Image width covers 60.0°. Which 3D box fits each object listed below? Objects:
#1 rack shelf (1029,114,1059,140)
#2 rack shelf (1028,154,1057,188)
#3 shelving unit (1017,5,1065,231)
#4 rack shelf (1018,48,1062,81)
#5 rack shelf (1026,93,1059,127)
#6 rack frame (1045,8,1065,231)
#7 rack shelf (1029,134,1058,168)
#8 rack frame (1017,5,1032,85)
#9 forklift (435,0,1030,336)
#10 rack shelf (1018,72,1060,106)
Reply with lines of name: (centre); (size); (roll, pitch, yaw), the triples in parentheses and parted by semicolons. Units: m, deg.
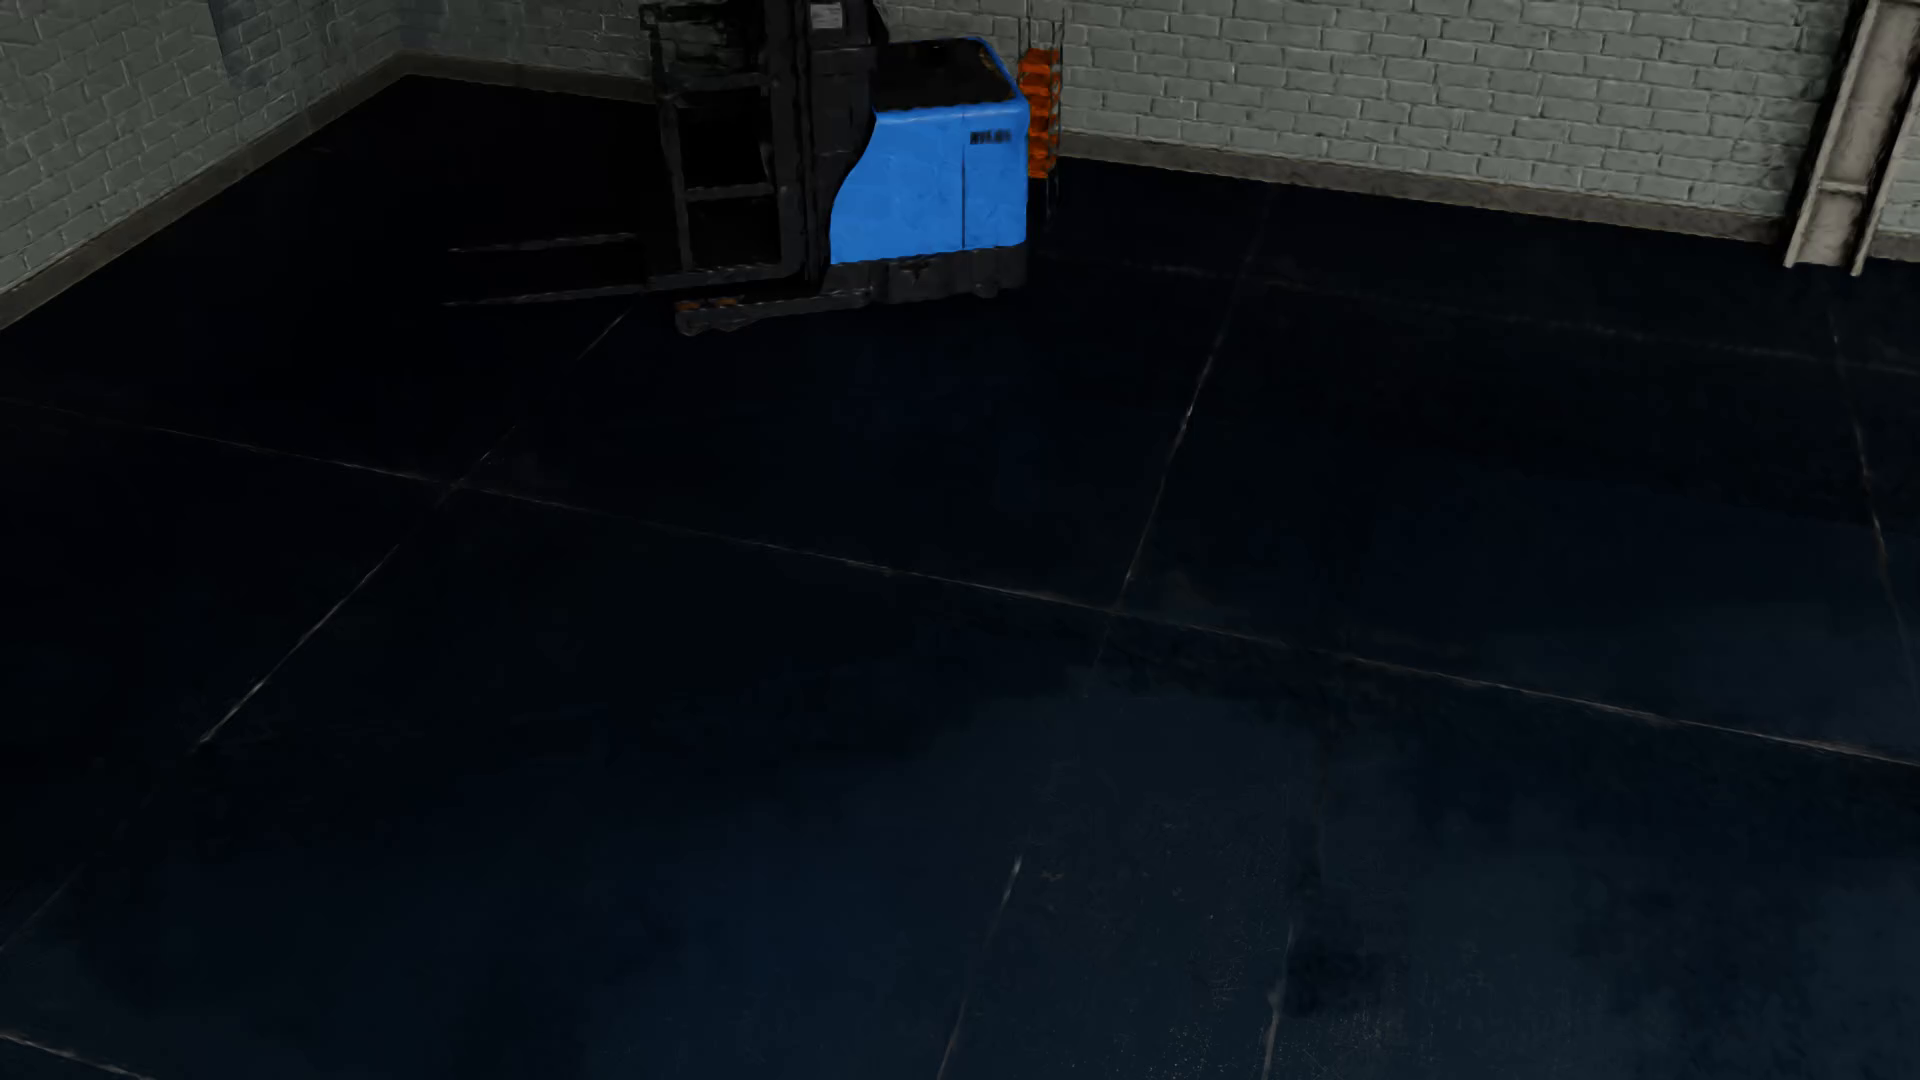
rack shelf: (-0.014, -0.450, 4.924); (0.180, 0.103, 0.258); (10, 38, 14)
rack shelf: (-0.014, -0.257, 5.066); (0.180, 0.103, 0.258); (10, 38, 14)
shelving unit: (-0.014, -0.486, 4.898); (0.189, 1.200, 0.258); (10, 38, 14)
rack shelf: (-0.014, -0.740, 4.711); (0.180, 0.103, 0.258); (10, 38, 14)
rack shelf: (-0.014, -0.547, 4.853); (0.180, 0.103, 0.258); (10, 38, 14)
rack frame: (0.074, -0.470, 4.876); (0.006, 1.200, 0.240); (10, 38, 14)
rack shelf: (-0.014, -0.353, 4.995); (0.180, 0.103, 0.258); (10, 38, 14)
rack frame: (-0.101, -0.502, 4.920); (0.006, 1.200, 0.240); (10, 38, 14)
forklift: (-1.661, -0.731, 3.771); (3.031, 2.935, 1.130); (-8, 37, -10)
rack shelf: (-0.014, -0.643, 4.782); (0.180, 0.103, 0.258); (10, 38, 14)
